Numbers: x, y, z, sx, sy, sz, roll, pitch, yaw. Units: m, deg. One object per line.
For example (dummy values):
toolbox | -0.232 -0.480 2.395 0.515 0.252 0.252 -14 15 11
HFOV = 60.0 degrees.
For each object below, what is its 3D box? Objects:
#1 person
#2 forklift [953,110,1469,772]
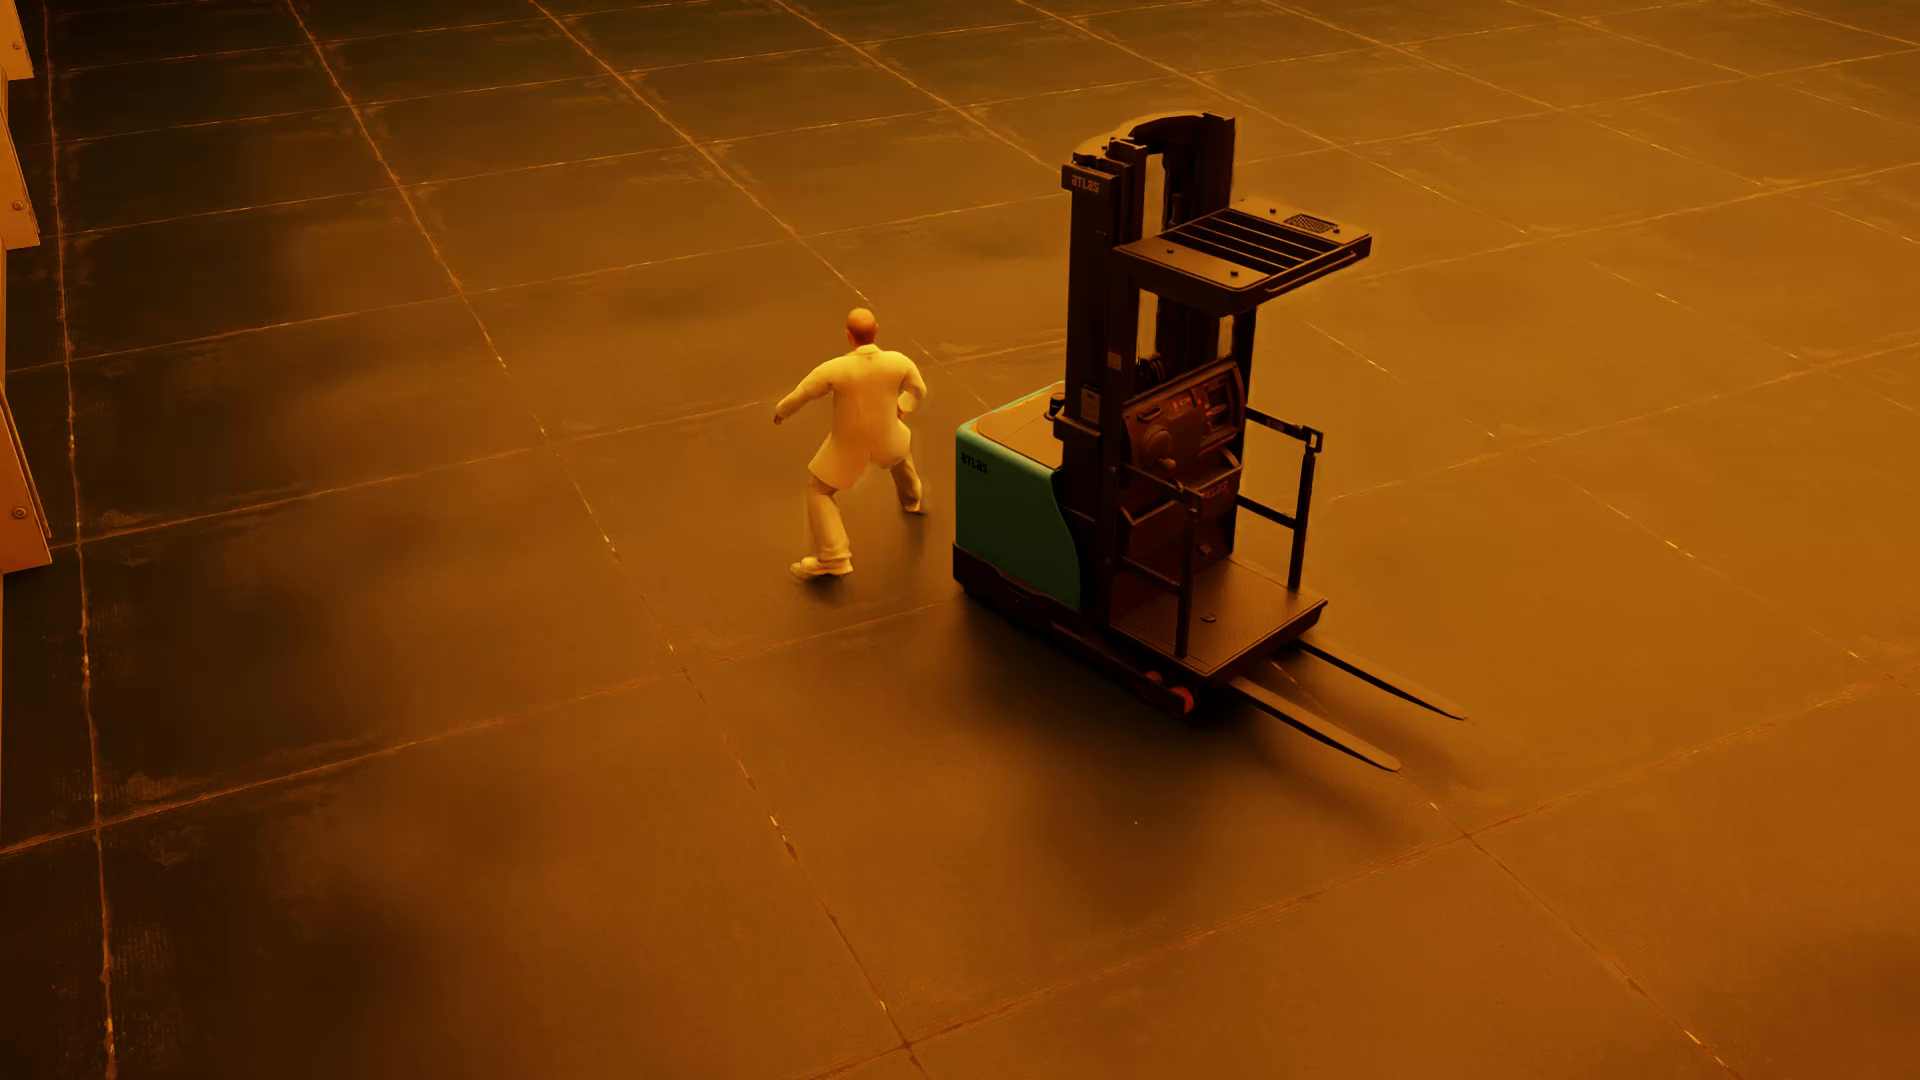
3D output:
person | -0.627 -0.711 10.145 0.977 1.626 1.036 -10 32 -16
forklift | 1.338 -0.608 8.668 1.130 2.935 3.031 -26 40 -36
